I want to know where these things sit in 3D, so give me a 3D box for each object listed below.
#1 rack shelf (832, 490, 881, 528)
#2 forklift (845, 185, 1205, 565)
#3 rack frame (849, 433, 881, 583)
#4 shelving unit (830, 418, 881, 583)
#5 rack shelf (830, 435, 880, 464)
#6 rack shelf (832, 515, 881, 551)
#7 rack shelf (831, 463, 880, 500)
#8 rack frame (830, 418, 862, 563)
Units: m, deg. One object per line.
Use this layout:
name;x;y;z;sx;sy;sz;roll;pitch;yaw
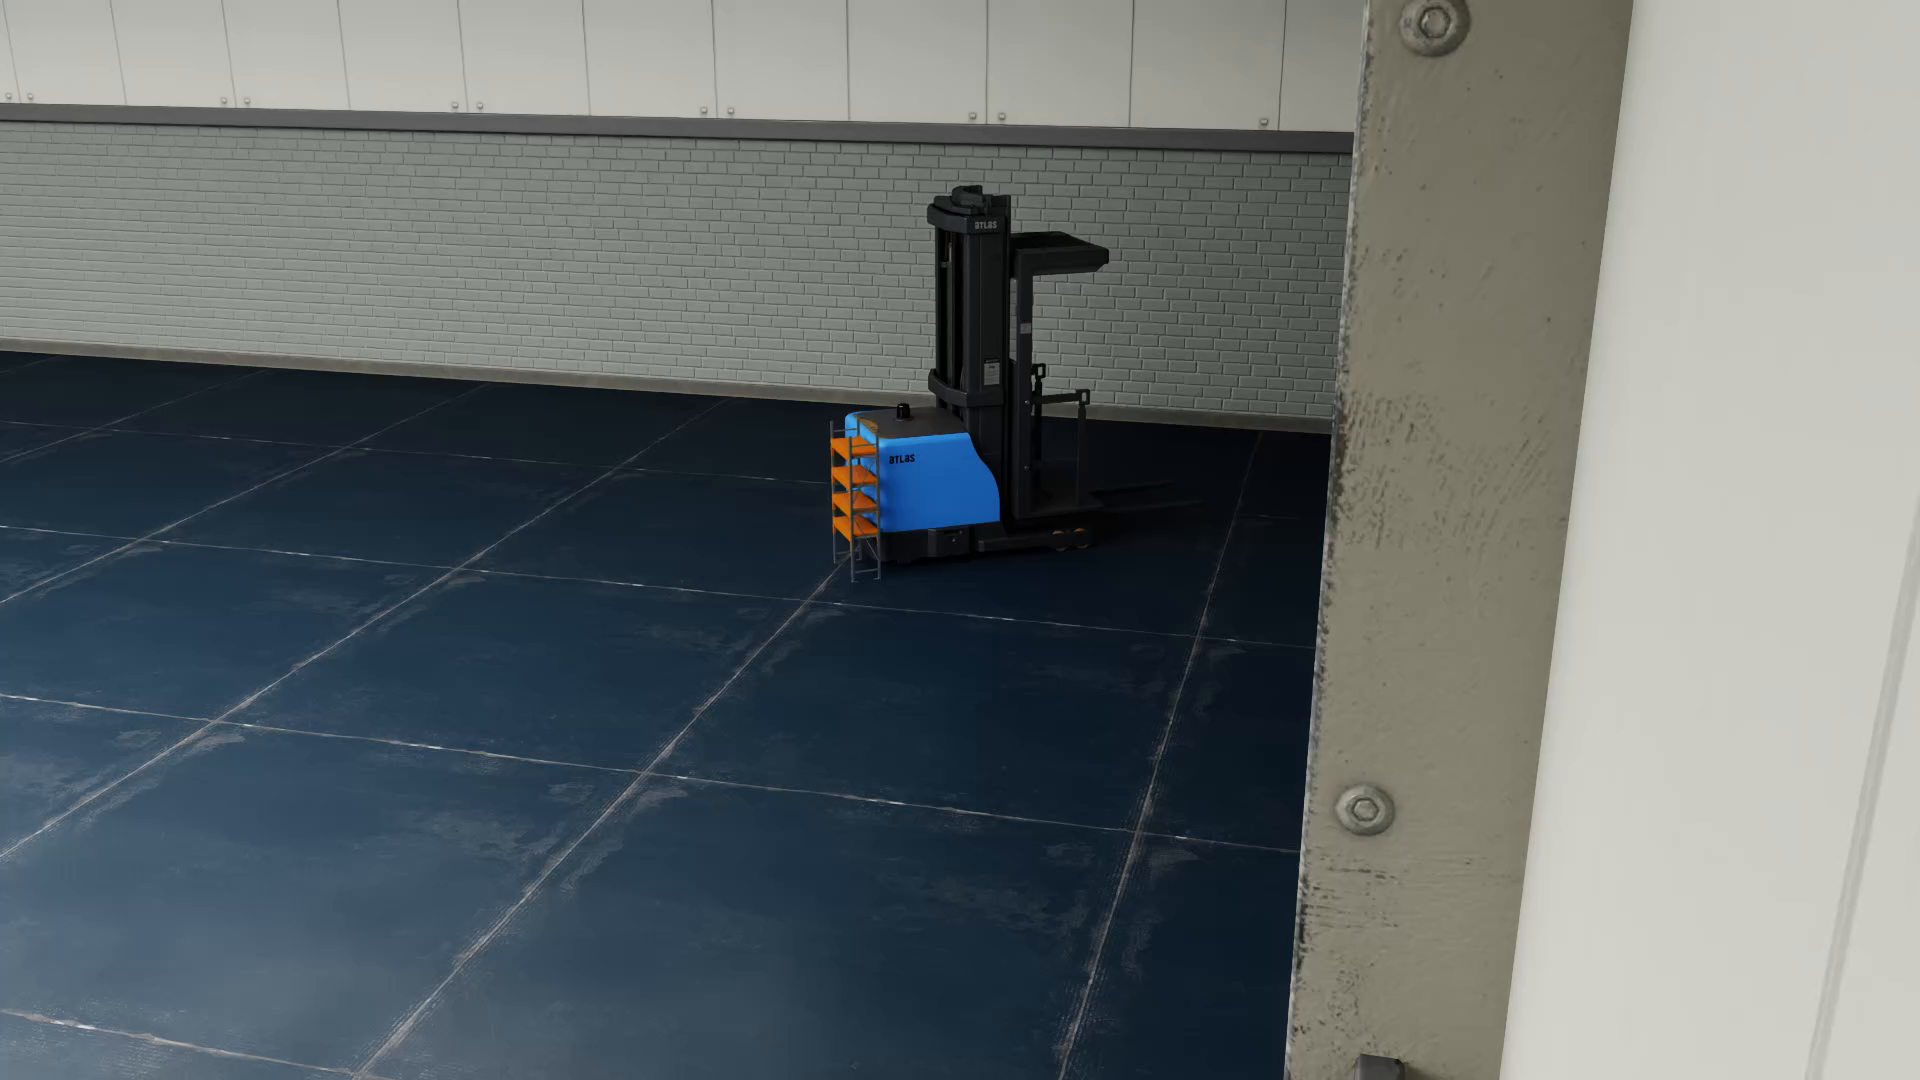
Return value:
rack shelf;-0.832;-0.254;13.283;0.258;0.148;0.480;-7;20;-20
forklift;0.592;-1.452;13.903;3.031;2.935;1.130;-6;20;-18
rack frame;-0.745;-0.244;13.046;0.240;1.200;0.015;-7;20;-20
shelving unit;-0.832;-0.318;13.262;0.258;1.200;0.503;-7;20;-20
rack shelf;-0.832;-0.690;13.135;0.258;0.148;0.480;-7;20;-20
rack shelf;-0.832;-0.066;13.348;0.258;0.148;0.480;-7;20;-20
rack shelf;-0.832;-0.466;13.211;0.258;0.148;0.480;-7;20;-20
rack frame;-0.919;-0.391;13.477;0.240;1.200;0.015;-7;20;-20
